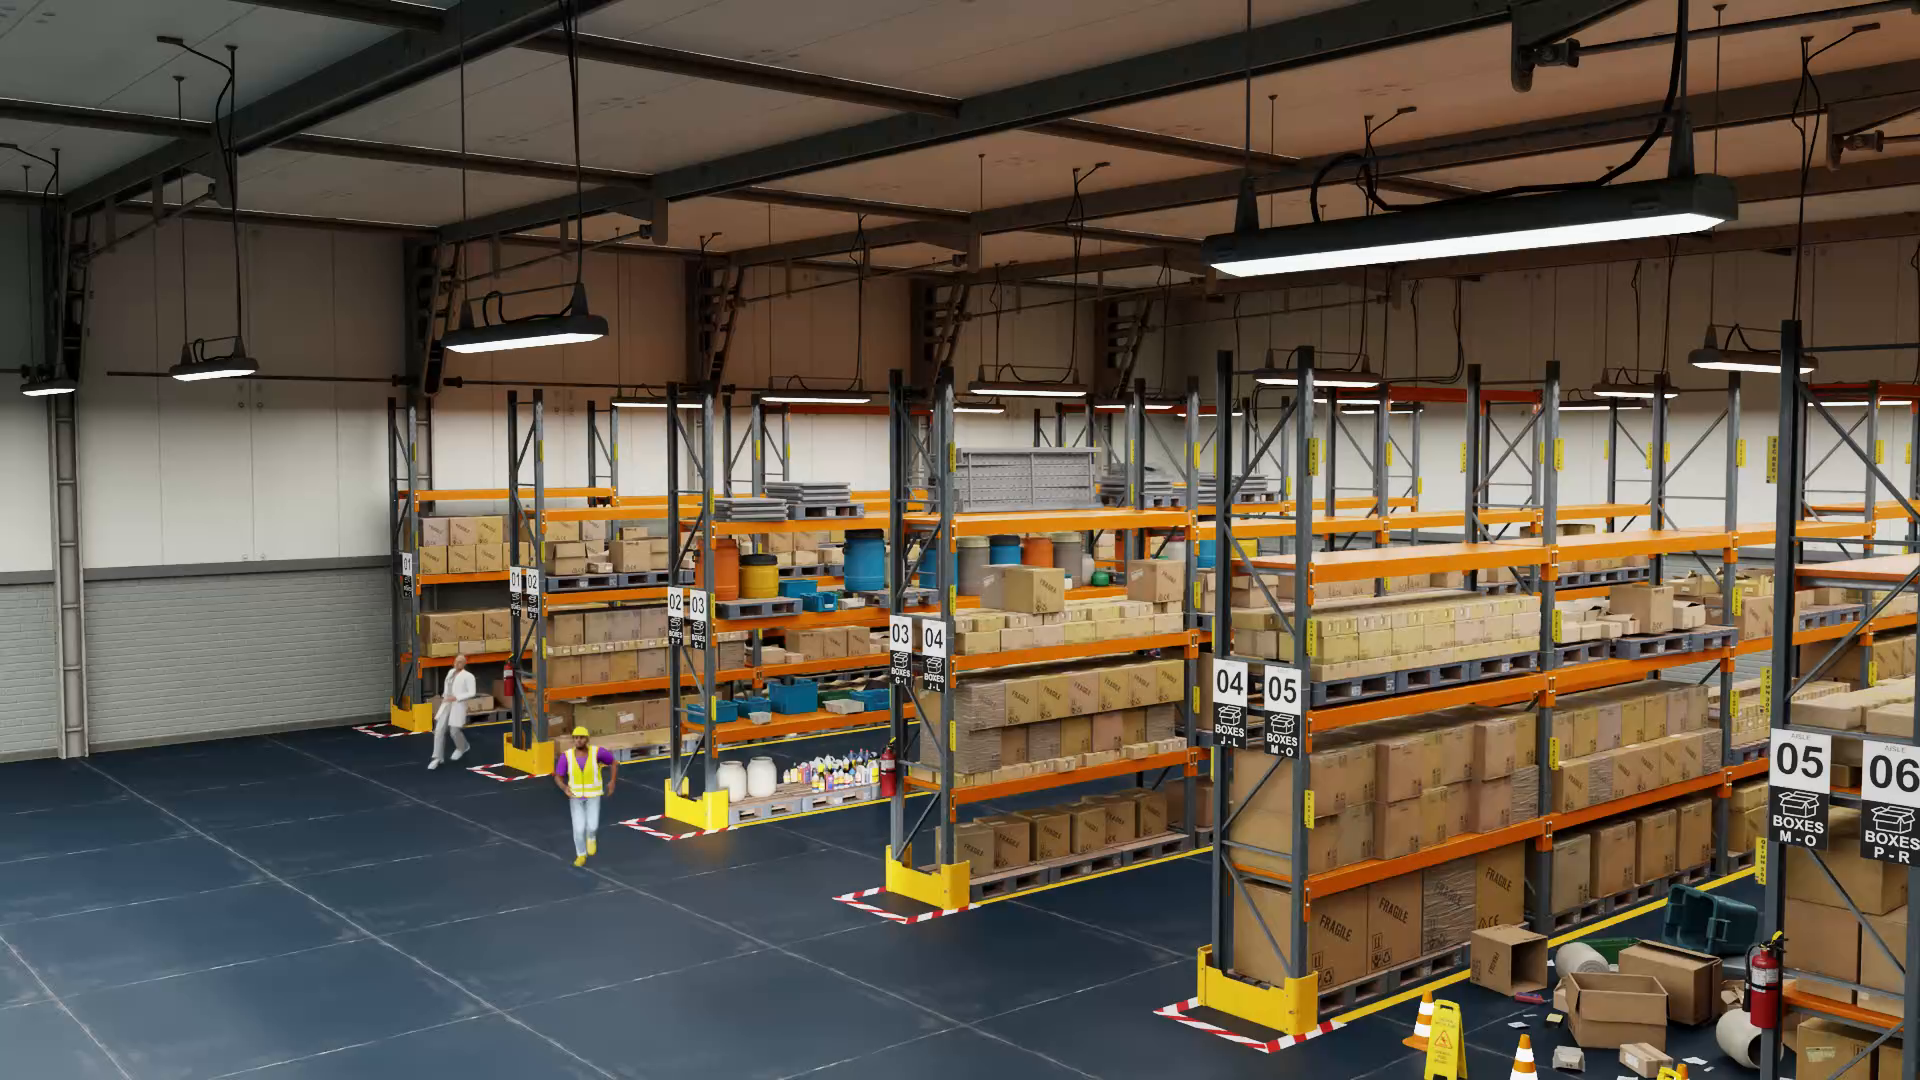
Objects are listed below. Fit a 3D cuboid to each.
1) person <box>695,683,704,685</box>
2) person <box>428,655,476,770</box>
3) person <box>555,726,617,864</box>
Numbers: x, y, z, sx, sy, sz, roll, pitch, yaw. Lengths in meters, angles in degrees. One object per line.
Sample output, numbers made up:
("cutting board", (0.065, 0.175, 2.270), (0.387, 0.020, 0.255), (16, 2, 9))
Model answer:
("person", (-4.707, 2.560, 30.540), (0.510, 1.649, 0.553), (2, 4, 35))
("person", (-8.068, 2.725, 26.570), (0.729, 1.769, 0.980), (1, 4, 19))
("person", (-4.557, 3.122, 20.237), (0.732, 1.719, 0.679), (0, 3, -7))
